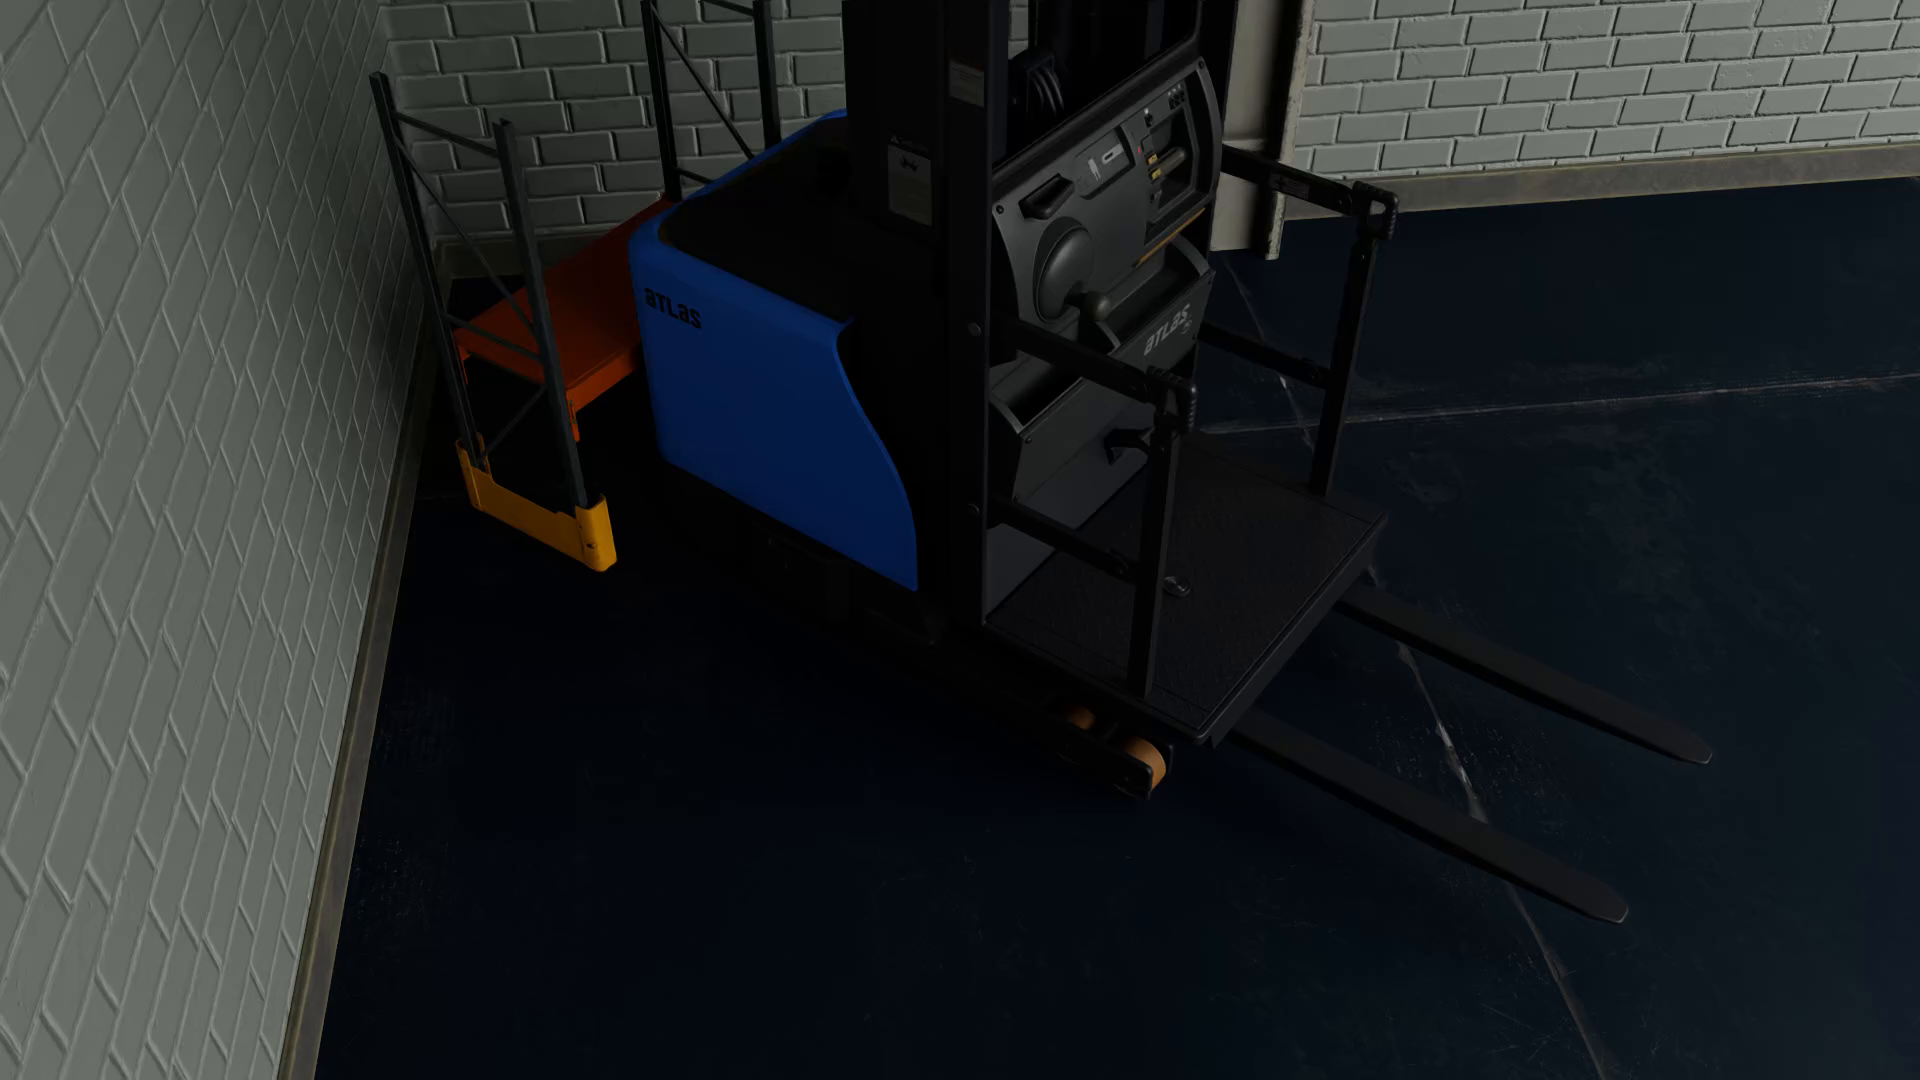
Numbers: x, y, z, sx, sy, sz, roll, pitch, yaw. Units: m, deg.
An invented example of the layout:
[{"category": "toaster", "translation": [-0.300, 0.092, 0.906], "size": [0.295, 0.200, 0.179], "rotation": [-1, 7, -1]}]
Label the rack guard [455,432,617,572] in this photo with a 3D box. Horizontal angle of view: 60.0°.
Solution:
[{"category": "rack guard", "translation": [-1.326, -0.123, 5.200], "size": [0.587, 0.250, 0.087], "rotation": [24, 47, 25]}]

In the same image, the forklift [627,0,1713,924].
[{"category": "forklift", "translation": [0.543, -0.804, 3.954], "size": [3.031, 2.935, 1.130], "rotation": [27, 48, 26]}]

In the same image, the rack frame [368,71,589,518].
[{"category": "rack frame", "translation": [-1.337, -0.576, 4.769], "size": [0.500, 1.500, 0.032], "rotation": [24, 47, 25]}]

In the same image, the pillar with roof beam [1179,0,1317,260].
[{"category": "pillar with roof beam", "translation": [1.580, -1.660, 0.372], "size": [0.400, 9.000, 9.100], "rotation": [-5, 42, -6]}]

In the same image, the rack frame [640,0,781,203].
[{"category": "rack frame", "translation": [-0.767, -1.140, 5.394], "size": [0.500, 1.500, 0.032], "rotation": [24, 47, 25]}]

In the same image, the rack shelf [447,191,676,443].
[{"category": "rack shelf", "translation": [-1.052, -0.724, 5.202], "size": [0.538, 0.185, 1.000], "rotation": [24, 47, 25]}]

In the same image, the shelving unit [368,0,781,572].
[{"category": "shelving unit", "translation": [-1.047, -0.863, 5.087], "size": [0.587, 1.500, 1.083], "rotation": [24, 47, 25]}]
